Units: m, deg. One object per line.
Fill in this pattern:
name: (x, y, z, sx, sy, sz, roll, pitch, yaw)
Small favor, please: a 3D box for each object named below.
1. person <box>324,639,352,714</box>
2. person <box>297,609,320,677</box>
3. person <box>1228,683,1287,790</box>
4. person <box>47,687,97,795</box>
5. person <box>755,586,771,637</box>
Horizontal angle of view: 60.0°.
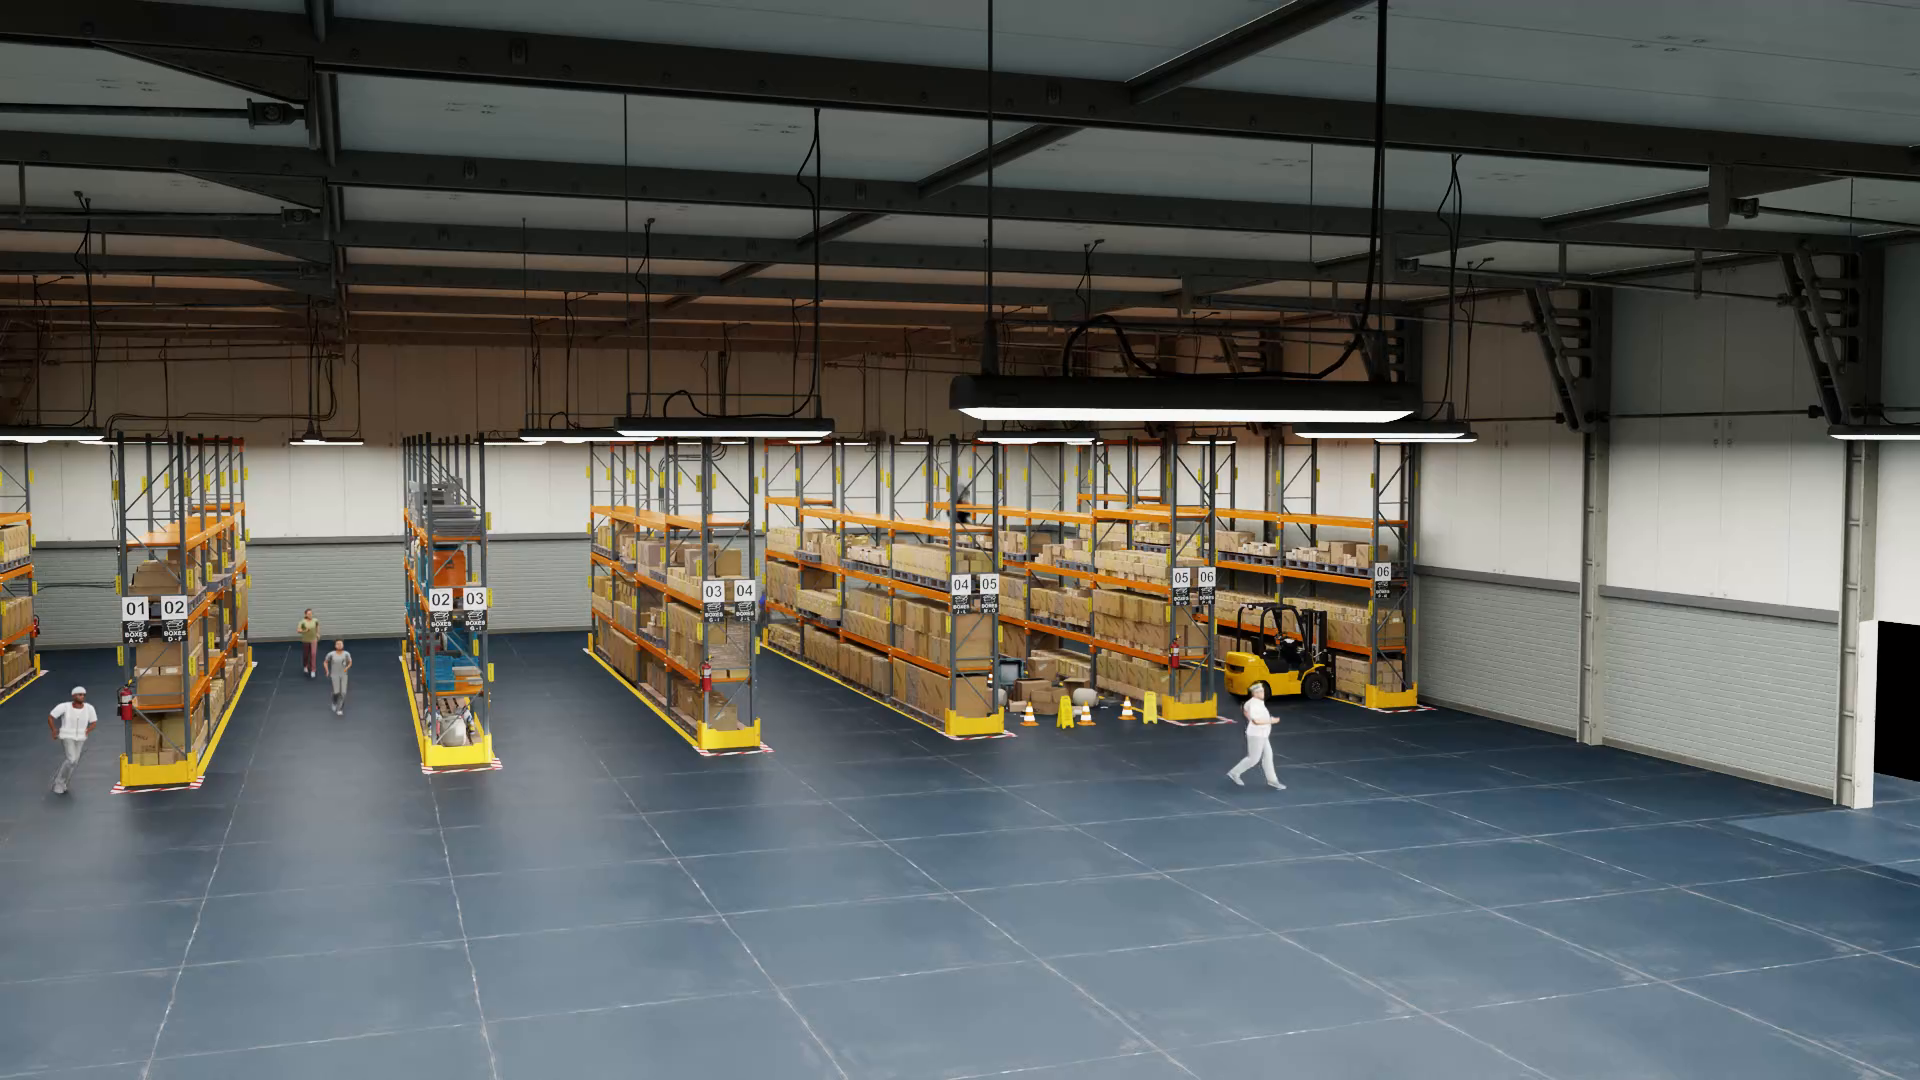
person: (-13.276, 2.933, 35.563, 0.556, 1.627, 0.549, -2, 4, -30)
person: (-16.309, 2.549, 41.652, 0.570, 1.662, 0.968, -2, 4, -31)
person: (4.969, 3.273, 27.781, 0.966, 1.793, 0.659, 1, 3, 16)
person: (-14.735, 3.327, 27.689, 0.622, 1.753, 0.721, 2, 4, 38)
person: (-5.740, 2.200, 49.156, 0.857, 1.656, 0.596, -2, 4, -35)
